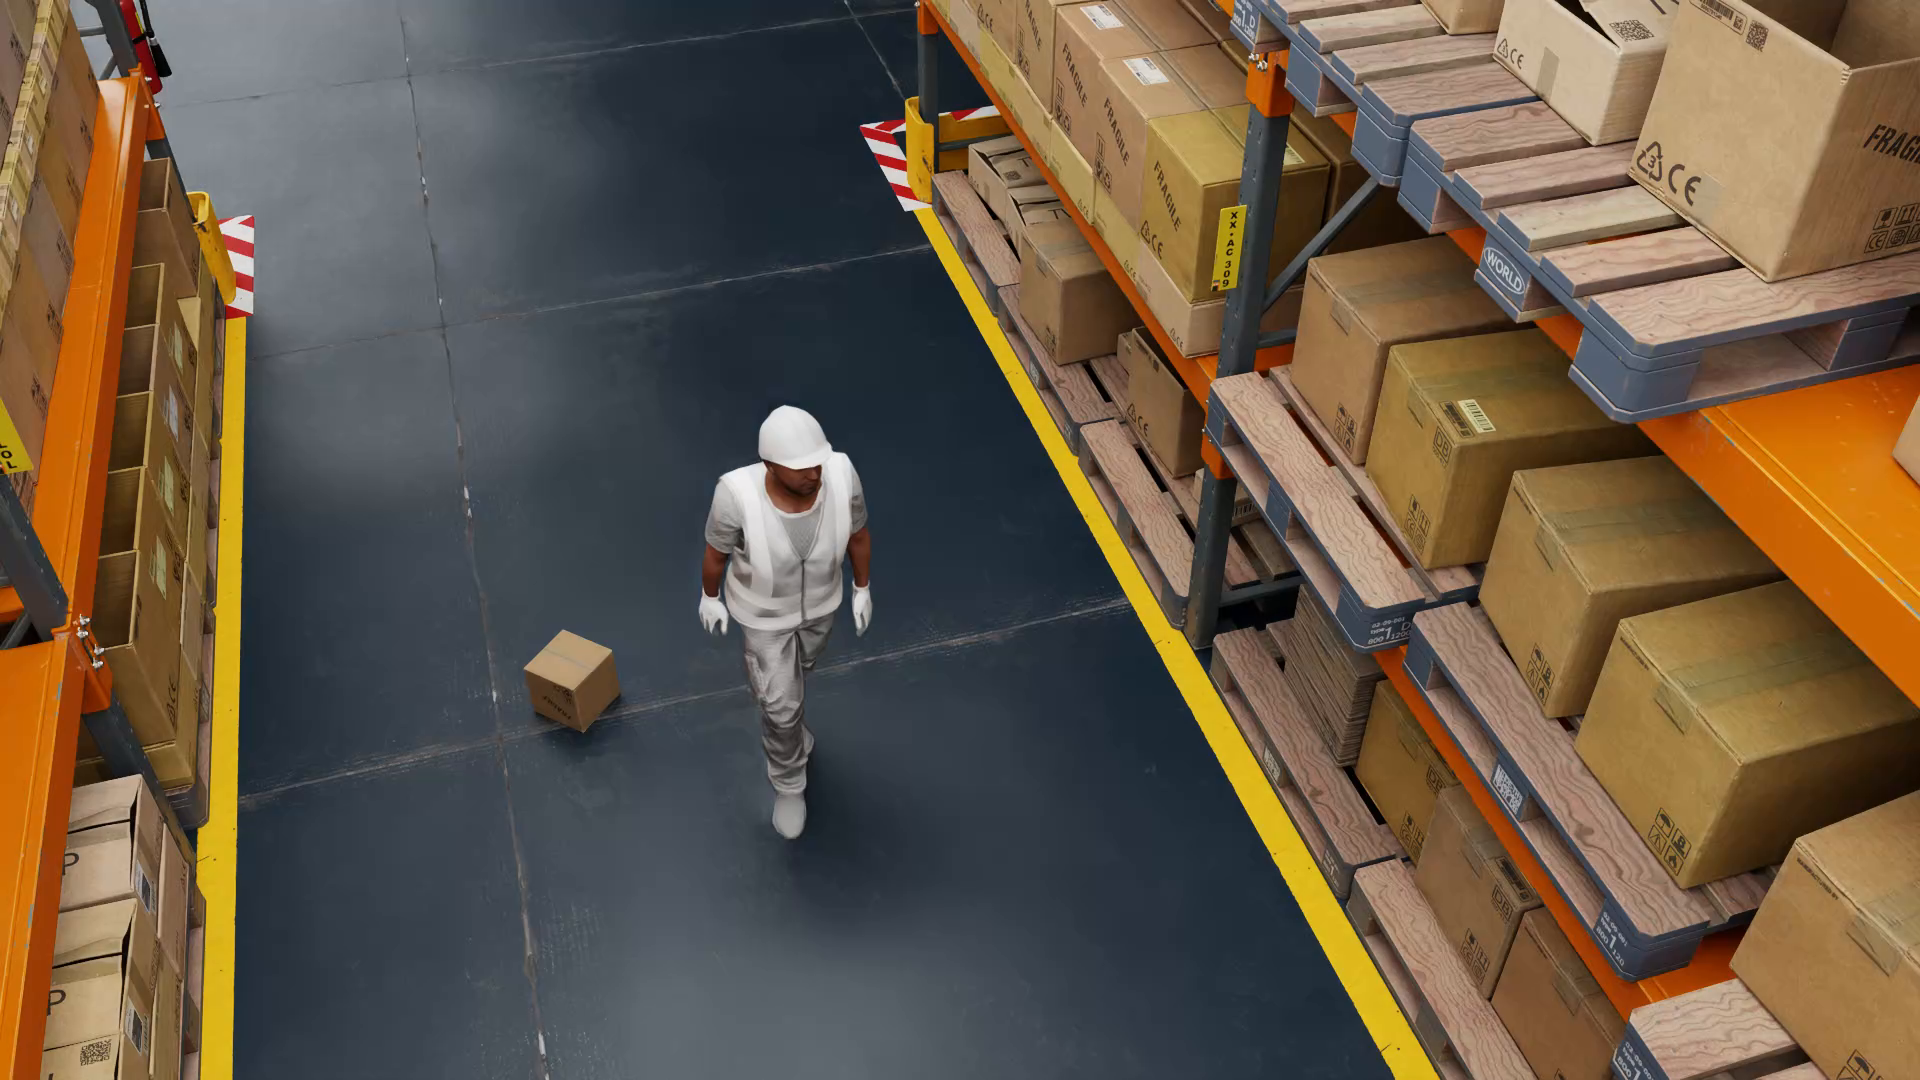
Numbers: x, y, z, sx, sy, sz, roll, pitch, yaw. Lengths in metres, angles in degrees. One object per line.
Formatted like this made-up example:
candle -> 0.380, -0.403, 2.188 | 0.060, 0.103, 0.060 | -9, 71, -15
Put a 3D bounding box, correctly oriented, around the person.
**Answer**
person -> -0.604, 0.223, 5.911 | 0.592, 1.812, 0.602 | -22, 46, -23
